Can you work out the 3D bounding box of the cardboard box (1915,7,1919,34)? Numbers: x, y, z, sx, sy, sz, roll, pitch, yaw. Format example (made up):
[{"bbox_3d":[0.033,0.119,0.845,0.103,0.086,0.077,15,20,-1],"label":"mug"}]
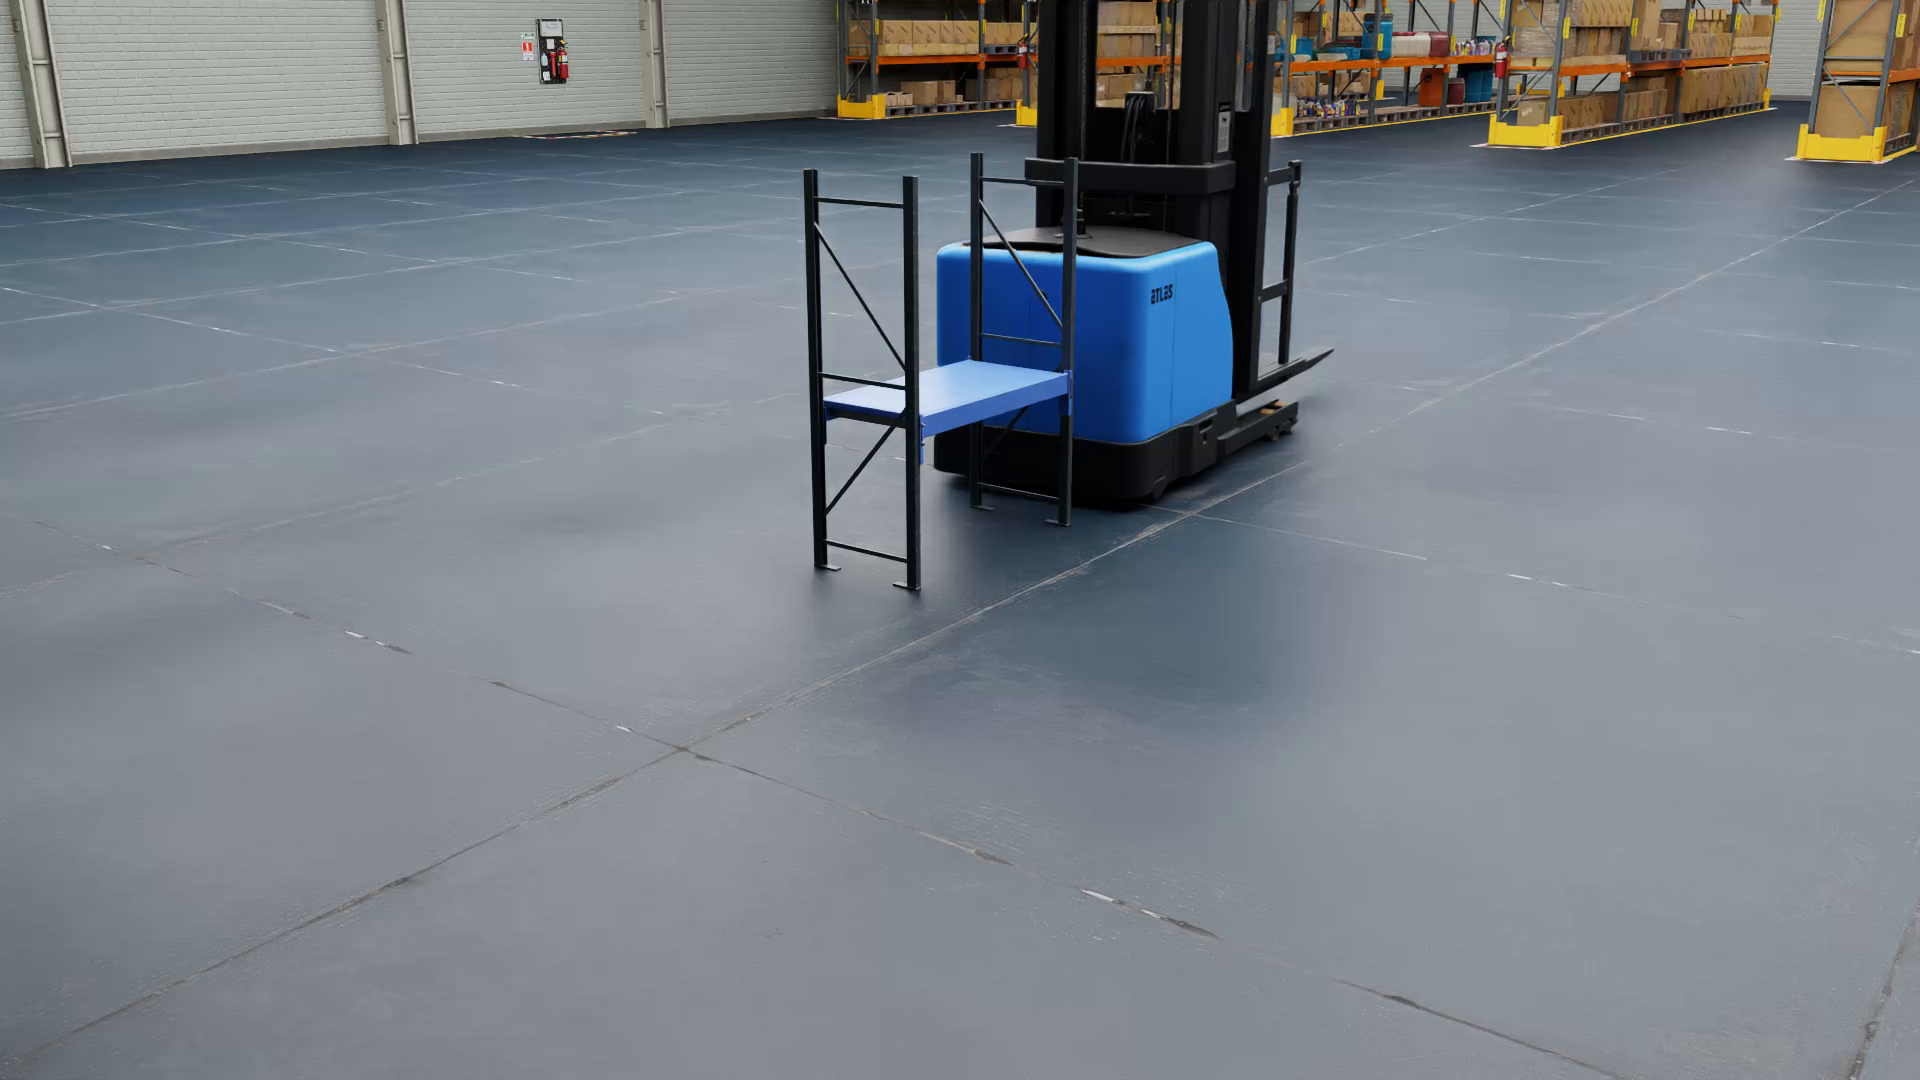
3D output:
[{"bbox_3d":[15.509,-8.640,27.435,0.875,0.550,0.550,12,21,35],"label":"cardboard box"}]

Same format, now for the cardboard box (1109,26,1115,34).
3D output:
[{"bbox_3d":[3.054,-10.764,35.086,0.380,0.149,0.250,13,21,35],"label":"cardboard box"}]

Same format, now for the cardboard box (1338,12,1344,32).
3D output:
[{"bbox_3d":[9.695,-13.554,43.478,0.500,0.500,0.500,12,21,33],"label":"cardboard box"}]

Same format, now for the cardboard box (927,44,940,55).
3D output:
[{"bbox_3d":[-0.795,-11.224,38.049,0.500,0.250,0.500,13,21,35],"label":"cardboard box"}]

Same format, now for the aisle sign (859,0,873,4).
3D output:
[{"bbox_3d":[-2.052,-12.031,36.045,0.394,0.787,0.004,12,21,35],"label":"aisle sign"}]

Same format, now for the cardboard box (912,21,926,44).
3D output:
[{"bbox_3d":[-1.108,-11.454,37.526,0.500,0.500,0.500,12,21,33],"label":"cardboard box"}]

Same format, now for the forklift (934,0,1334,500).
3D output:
[{"bbox_3d":[1.074,-1.957,8.103,1.130,2.935,3.031,10,20,30],"label":"forklift"}]

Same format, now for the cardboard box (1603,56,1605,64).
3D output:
[{"bbox_3d":[11.508,-8.741,30.258,0.380,0.149,0.250,12,21,35],"label":"cardboard box"}]

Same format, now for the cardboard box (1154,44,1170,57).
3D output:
[{"bbox_3d":[4.373,-10.991,37.333,0.500,0.250,0.500,14,22,38],"label":"cardboard box"}]

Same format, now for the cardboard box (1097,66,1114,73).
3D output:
[{"bbox_3d":[3.588,-12.299,44.206,0.750,0.750,0.750,12,21,34],"label":"cardboard box"}]

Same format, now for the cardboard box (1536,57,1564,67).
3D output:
[{"bbox_3d":[10.046,-8.140,28.321,0.380,0.149,0.250,12,21,35],"label":"cardboard box"}]

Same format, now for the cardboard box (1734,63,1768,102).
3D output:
[{"bbox_3d":[18.901,-11.064,40.189,0.875,0.875,0.875,12,21,35],"label":"cardboard box"}]

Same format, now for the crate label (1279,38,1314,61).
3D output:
[{"bbox_3d":[6.586,-9.612,32.579,0.502,0.435,0.616,12,21,35],"label":"crate label"}]

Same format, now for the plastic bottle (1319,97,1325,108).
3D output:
[{"bbox_3d":[7.392,-8.862,33.949,0.144,0.351,0.185,12,21,35],"label":"plastic bottle"}]

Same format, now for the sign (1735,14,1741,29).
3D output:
[{"bbox_3d":[17.276,-11.514,36.943,0.100,0.325,0.005,12,21,35],"label":"sign"}]

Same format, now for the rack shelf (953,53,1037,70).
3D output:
[{"bbox_3d":[1.325,-11.945,41.365,1.077,0.370,4.000,12,21,35],"label":"rack shelf"}]

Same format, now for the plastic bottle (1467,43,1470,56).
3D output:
[{"bbox_3d":[11.633,-11.242,38.104,0.097,0.271,0.097,0,17,0],"label":"plastic bottle"}]

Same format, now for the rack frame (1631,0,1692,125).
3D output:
[{"bbox_3d":[14.451,-10.139,34.336,1.000,3.000,0.127,12,21,35],"label":"rack frame"}]

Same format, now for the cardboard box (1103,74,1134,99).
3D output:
[{"bbox_3d":[3.411,-9.798,35.900,0.500,0.500,0.500,12,21,35],"label":"cardboard box"}]

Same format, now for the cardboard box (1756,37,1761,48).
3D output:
[{"bbox_3d":[18.536,-11.711,39.148,0.500,0.250,0.500,12,21,33],"label":"cardboard box"}]

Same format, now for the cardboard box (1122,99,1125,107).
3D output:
[{"bbox_3d":[3.422,-9.437,36.004,0.500,0.250,0.500,12,21,35],"label":"cardboard box"}]

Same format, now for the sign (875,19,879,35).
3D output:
[{"bbox_3d":[-1.814,-11.177,36.219,0.100,0.325,0.005,12,21,35],"label":"sign"}]

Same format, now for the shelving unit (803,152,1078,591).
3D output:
[{"bbox_3d":[-0.051,-0.696,6.456,0.538,1.500,1.048,12,21,35],"label":"shelving unit"}]

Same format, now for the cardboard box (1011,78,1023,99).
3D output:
[{"bbox_3d":[1.163,-11.253,41.397,0.700,0.500,0.500,13,21,35],"label":"cardboard box"}]

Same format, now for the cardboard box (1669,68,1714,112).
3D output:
[{"bbox_3d":[15.416,-9.697,35.786,1.225,0.875,0.875,12,21,35],"label":"cardboard box"}]

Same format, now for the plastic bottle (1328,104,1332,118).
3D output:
[{"bbox_3d":[7.301,-8.498,32.911,0.097,0.271,0.097,0,17,0],"label":"plastic bottle"}]

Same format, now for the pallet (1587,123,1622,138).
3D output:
[{"bbox_3d":[11.696,-7.689,31.147,1.003,0.211,1.213,12,21,35],"label":"pallet"}]

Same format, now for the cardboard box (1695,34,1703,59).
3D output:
[{"bbox_3d":[15.265,-10.378,34.936,0.500,0.500,0.500,12,21,33],"label":"cardboard box"}]

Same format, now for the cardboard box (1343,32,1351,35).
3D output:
[{"bbox_3d":[10.006,-13.206,44.042,0.500,0.500,0.500,12,21,34],"label":"cardboard box"}]

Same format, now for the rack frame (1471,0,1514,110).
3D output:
[{"bbox_3d":[12.857,-11.967,40.223,1.000,3.000,0.127,12,21,35],"label":"rack frame"}]

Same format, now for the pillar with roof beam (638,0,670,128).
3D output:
[{"bbox_3d":[-2.645,-11.855,29.744,9.100,9.000,0.400,12,21,35],"label":"pillar with roof beam"}]

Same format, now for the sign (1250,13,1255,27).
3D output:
[{"bbox_3d":[6.945,-12.346,39.491,0.100,0.325,0.005,12,21,35],"label":"sign"}]

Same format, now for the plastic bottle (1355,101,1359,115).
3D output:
[{"bbox_3d":[8.068,-8.802,33.868,0.061,0.283,0.133,14,22,37],"label":"plastic bottle"}]

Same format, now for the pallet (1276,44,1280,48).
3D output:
[{"bbox_3d":[7.653,-12.263,41.499,1.003,0.211,1.213,12,21,35],"label":"pallet"}]

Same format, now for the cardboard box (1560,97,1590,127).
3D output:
[{"bbox_3d":[11.155,-7.806,30.328,0.500,0.500,0.500,10,20,30],"label":"cardboard box"}]

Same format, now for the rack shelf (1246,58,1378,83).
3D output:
[{"bbox_3d":[6.898,-9.242,32.660,1.077,0.370,4.000,12,21,35],"label":"rack shelf"}]

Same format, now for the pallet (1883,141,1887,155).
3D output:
[{"bbox_3d":[14.021,-6.206,26.372,1.003,0.211,1.213,12,21,35],"label":"pallet"}]

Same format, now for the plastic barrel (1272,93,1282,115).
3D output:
[{"bbox_3d":[6.038,-8.292,31.874,0.421,0.512,0.421,0,17,0],"label":"plastic barrel"}]

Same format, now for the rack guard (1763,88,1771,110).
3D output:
[{"bbox_3d":[19.232,-10.857,40.861,1.175,0.500,0.348,12,21,35],"label":"rack guard"}]

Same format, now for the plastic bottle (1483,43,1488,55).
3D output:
[{"bbox_3d":[12.283,-11.518,38.985,0.152,0.276,0.135,12,21,35],"label":"plastic bottle"}]

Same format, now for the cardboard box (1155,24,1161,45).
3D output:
[{"bbox_3d":[5.237,-13.987,46.222,0.980,0.700,0.700,13,21,36],"label":"cardboard box"}]

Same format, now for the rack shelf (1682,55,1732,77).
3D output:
[{"bbox_3d":[15.643,-10.272,35.977,1.077,0.370,4.000,12,21,35],"label":"rack shelf"}]

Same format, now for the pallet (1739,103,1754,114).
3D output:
[{"bbox_3d":[18.077,-10.219,39.296,1.003,0.211,1.213,12,21,35],"label":"pallet"}]

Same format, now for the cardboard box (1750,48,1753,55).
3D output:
[{"bbox_3d":[18.205,-11.355,38.676,0.380,0.149,0.250,12,21,33],"label":"cardboard box"}]

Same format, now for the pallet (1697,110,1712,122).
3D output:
[{"bbox_3d":[15.709,-9.271,36.243,1.003,0.211,1.213,12,21,35],"label":"pallet"}]

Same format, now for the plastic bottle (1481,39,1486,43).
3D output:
[{"bbox_3d":[12.346,-11.648,39.279,0.144,0.351,0.185,12,21,35],"label":"plastic bottle"}]

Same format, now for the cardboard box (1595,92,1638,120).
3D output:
[{"bbox_3d":[12.750,-8.456,32.388,0.700,0.500,0.500,12,21,34],"label":"cardboard box"}]

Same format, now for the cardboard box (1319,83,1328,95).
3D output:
[{"bbox_3d":[9.305,-11.831,43.576,0.500,0.311,0.500,12,21,35],"label":"cardboard box"}]

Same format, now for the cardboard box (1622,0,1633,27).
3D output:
[{"bbox_3d":[12.021,-9.698,30.559,0.500,0.500,0.500,12,21,35],"label":"cardboard box"}]

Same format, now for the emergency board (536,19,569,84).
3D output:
[{"bbox_3d":[-7.605,-9.168,31.210,0.194,1.169,0.643,12,21,35],"label":"emergency board"}]

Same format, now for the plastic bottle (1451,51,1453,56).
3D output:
[{"bbox_3d":[10.991,-11.001,37.321,0.152,0.276,0.135,12,21,35],"label":"plastic bottle"}]
